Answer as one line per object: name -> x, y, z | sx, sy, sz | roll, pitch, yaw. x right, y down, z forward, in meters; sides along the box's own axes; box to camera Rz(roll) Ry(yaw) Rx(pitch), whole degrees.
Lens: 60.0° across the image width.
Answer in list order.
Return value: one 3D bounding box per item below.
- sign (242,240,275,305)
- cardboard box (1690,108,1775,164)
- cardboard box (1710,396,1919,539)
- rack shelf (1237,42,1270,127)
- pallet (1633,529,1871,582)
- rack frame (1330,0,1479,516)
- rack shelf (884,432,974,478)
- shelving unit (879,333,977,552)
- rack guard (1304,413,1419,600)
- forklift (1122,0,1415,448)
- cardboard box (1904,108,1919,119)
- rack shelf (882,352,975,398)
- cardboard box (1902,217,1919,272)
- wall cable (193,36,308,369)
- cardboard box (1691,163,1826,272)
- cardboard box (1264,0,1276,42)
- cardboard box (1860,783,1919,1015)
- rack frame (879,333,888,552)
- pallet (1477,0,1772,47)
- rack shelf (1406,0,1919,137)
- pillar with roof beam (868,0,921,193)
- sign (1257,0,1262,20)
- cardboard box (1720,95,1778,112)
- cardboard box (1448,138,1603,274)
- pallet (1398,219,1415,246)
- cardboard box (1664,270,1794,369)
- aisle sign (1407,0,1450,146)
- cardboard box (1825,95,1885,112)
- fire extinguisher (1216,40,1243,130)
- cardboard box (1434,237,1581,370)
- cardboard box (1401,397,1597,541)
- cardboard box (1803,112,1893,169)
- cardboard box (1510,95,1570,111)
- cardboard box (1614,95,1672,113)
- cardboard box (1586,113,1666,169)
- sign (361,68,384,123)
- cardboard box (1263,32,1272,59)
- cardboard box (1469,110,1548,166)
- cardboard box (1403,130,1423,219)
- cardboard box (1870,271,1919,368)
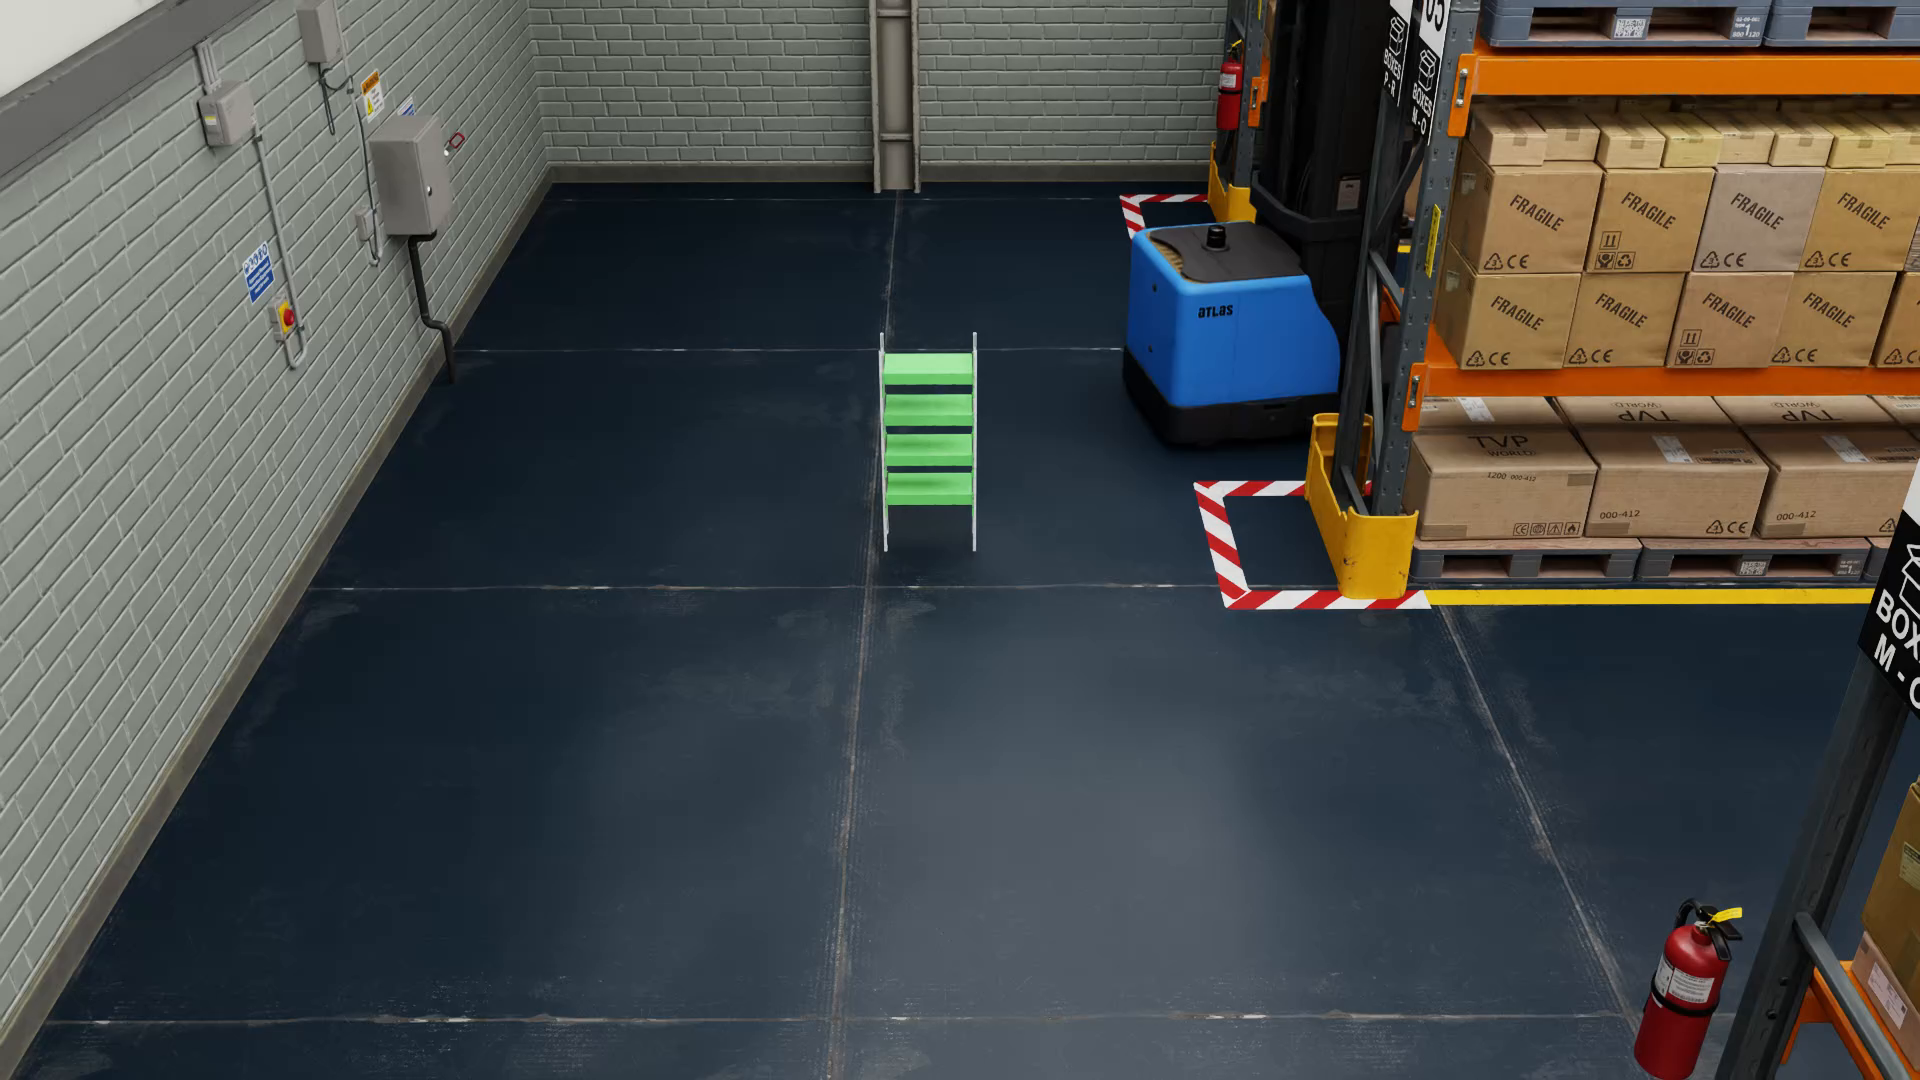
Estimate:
sign -> -3.498, -1.335, 8.297 | 0.001, 0.218, 0.327 | 0, 31, 0
cardboard box -> 3.605, -1.897, 7.798 | 0.250, 0.149, 0.380 | 0, 31, 0
cardboard box -> 4.677, -0.421, 9.118 | 0.875, 0.438, 0.875 | -1, 31, -2
rack shelf -> 4.167, -3.547, 12.899 | 4.000, 0.370, 1.077 | 0, 31, 0
pallet -> 4.217, -0.127, 9.256 | 1.213, 0.211, 1.003 | 0, 31, 0
rack frame -> 2.201, -1.274, 8.458 | 0.127, 3.000, 1.000 | 0, 31, 0
rack shelf -> -0.166, -0.458, 8.971 | 0.480, 0.148, 0.258 | 0, 31, 0
shelving unit -> -0.166, -0.512, 8.938 | 0.503, 1.200, 0.258 | 0, 31, 0
rack guard -> 2.177, -0.205, 9.106 | 0.348, 0.500, 1.175 | 0, 31, 0
forklift -> 2.631, -2.200, 10.050 | 3.031, 2.935, 1.130 | -7, 32, -11
cardboard box -> 4.616, -1.897, 7.799 | 0.250, 0.149, 0.380 | -1, 31, -1
rack shelf -> -0.166, -0.868, 8.722 | 0.480, 0.148, 0.258 | 0, 31, 0
cardboard box -> 4.714, -1.608, 7.949 | 0.500, 0.500, 0.500 | 0, 31, 0
wall cable -> -3.437, -1.692, 8.137 | 0.123, 1.953, 0.585 | 0, 31, 0
cardboard box -> 3.714, -1.609, 7.950 | 0.500, 0.500, 0.500 | 0, 31, -1
cardboard box -> 2.626, -4.051, 12.893 | 0.500, 0.250, 0.500 | 1, 31, 1
cardboard box -> 2.780, 0.988, 4.346 | 0.500, 0.500, 0.500 | 0, 31, 1
rack frame -> -0.410, -0.512, 8.937 | 0.015, 1.200, 0.240 | 0, 31, 0
pallet -> 2.943, -2.526, 7.716 | 1.213, 0.211, 1.003 | 0, 31, 0
rack shelf -> 4.201, -2.255, 7.877 | 4.000, 0.370, 1.077 | 0, 31, 0
pillar with roof beam -> -0.508, -4.640, 8.222 | 0.400, 9.000, 9.100 | 0, 31, 0
sign -> 2.171, -3.937, 12.013 | 0.005, 0.325, 0.100 | 0, 31, 0
cardboard box -> 3.835, -2.159, 8.231 | 0.250, 0.149, 0.380 | 1, 31, 1
cardboard box -> 2.683, -1.598, 7.932 | 0.500, 0.500, 0.500 | -1, 31, -1
pallet -> 3.041, -2.660, 13.430 | 1.213, 0.211, 1.003 | 0, 31, 0
cardboard box -> 3.697, -1.178, 8.203 | 0.500, 0.500, 0.500 | 0, 31, -1
aisle sign -> 2.131, -2.235, 7.535 | 0.004, 0.787, 0.394 | 0, 31, 0
cardboard box -> 4.361, -2.173, 8.254 | 0.250, 0.149, 0.380 | 0, 31, 0
fire extinguisher -> 2.023, -3.416, 12.423 | 0.183, 0.674, 0.296 | 0, 31, 0
cardboard box -> 2.683, -1.169, 8.189 | 0.500, 0.500, 0.500 | 0, 31, -1
cardboard box -> 2.861, -0.412, 9.103 | 0.875, 0.438, 0.875 | -1, 31, -2
cardboard box -> 4.109, -1.862, 7.742 | 0.250, 0.149, 0.380 | -1, 31, -1
cardboard box -> 2.813, -2.140, 8.199 | 0.250, 0.149, 0.380 | 0, 31, 1
cardboard box -> 3.322, -2.164, 8.239 | 0.250, 0.149, 0.380 | 1, 31, 1
cardboard box -> 3.080, -1.858, 7.735 | 0.250, 0.149, 0.380 | 1, 31, 1
sign -> -3.511, -2.658, 9.943 | 0.001, 0.242, 0.339 | 0, 31, 0
cardboard box -> 2.497, -3.882, 12.998 | 0.250, 0.149, 0.380 | -1, 31, -1
cardboard box -> 2.558, -1.879, 7.770 | 0.250, 0.149, 0.380 | 0, 31, 1
cardboard box -> 3.635, -2.895, 13.134 | 0.500, 0.500, 0.700 | 1, 31, 2
cardboard box -> 4.722, -1.182, 8.209 | 0.500, 0.500, 0.500 | -1, 31, -1
